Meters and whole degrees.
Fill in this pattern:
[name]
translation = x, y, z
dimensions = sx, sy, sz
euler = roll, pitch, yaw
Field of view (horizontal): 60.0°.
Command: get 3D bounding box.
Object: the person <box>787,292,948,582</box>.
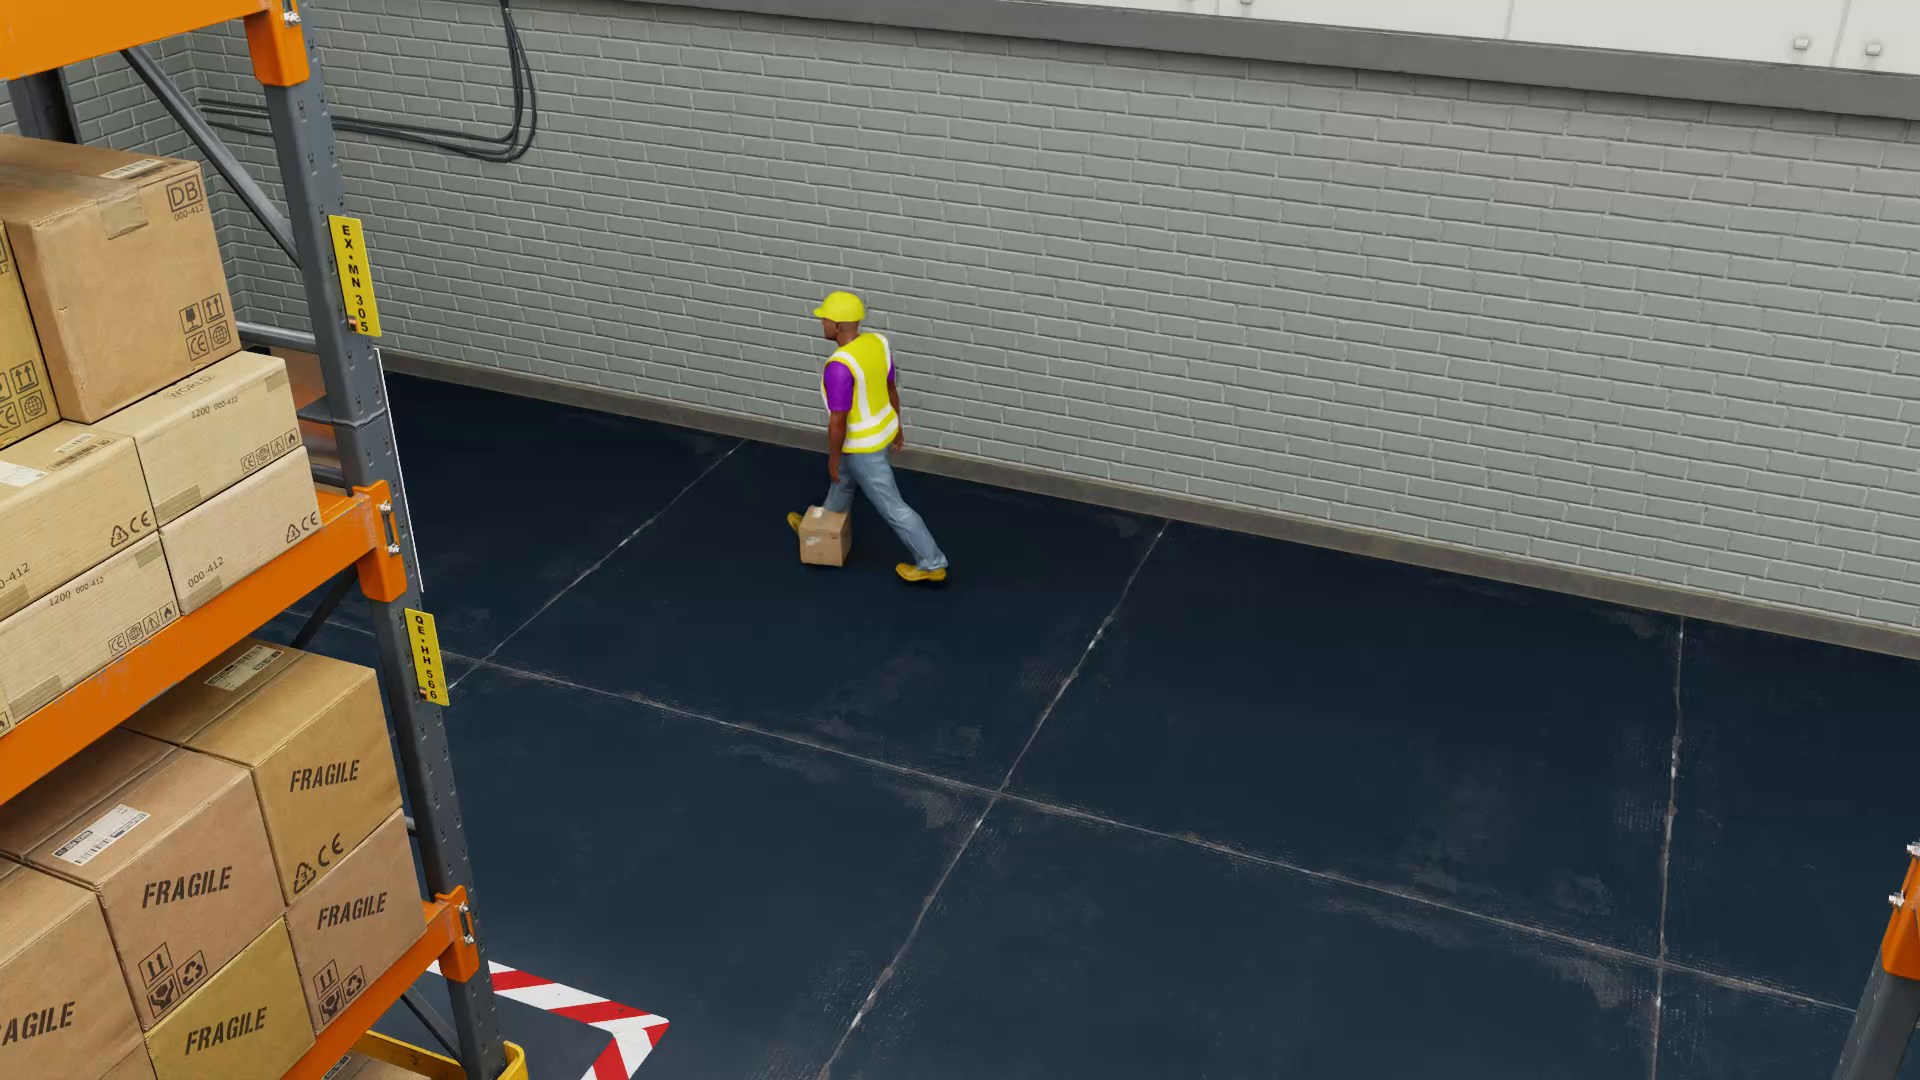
[person]
translation = -0.580, -0.586, 9.461
dimensions = 1.134, 1.697, 0.570
euler = 11, 31, 18
